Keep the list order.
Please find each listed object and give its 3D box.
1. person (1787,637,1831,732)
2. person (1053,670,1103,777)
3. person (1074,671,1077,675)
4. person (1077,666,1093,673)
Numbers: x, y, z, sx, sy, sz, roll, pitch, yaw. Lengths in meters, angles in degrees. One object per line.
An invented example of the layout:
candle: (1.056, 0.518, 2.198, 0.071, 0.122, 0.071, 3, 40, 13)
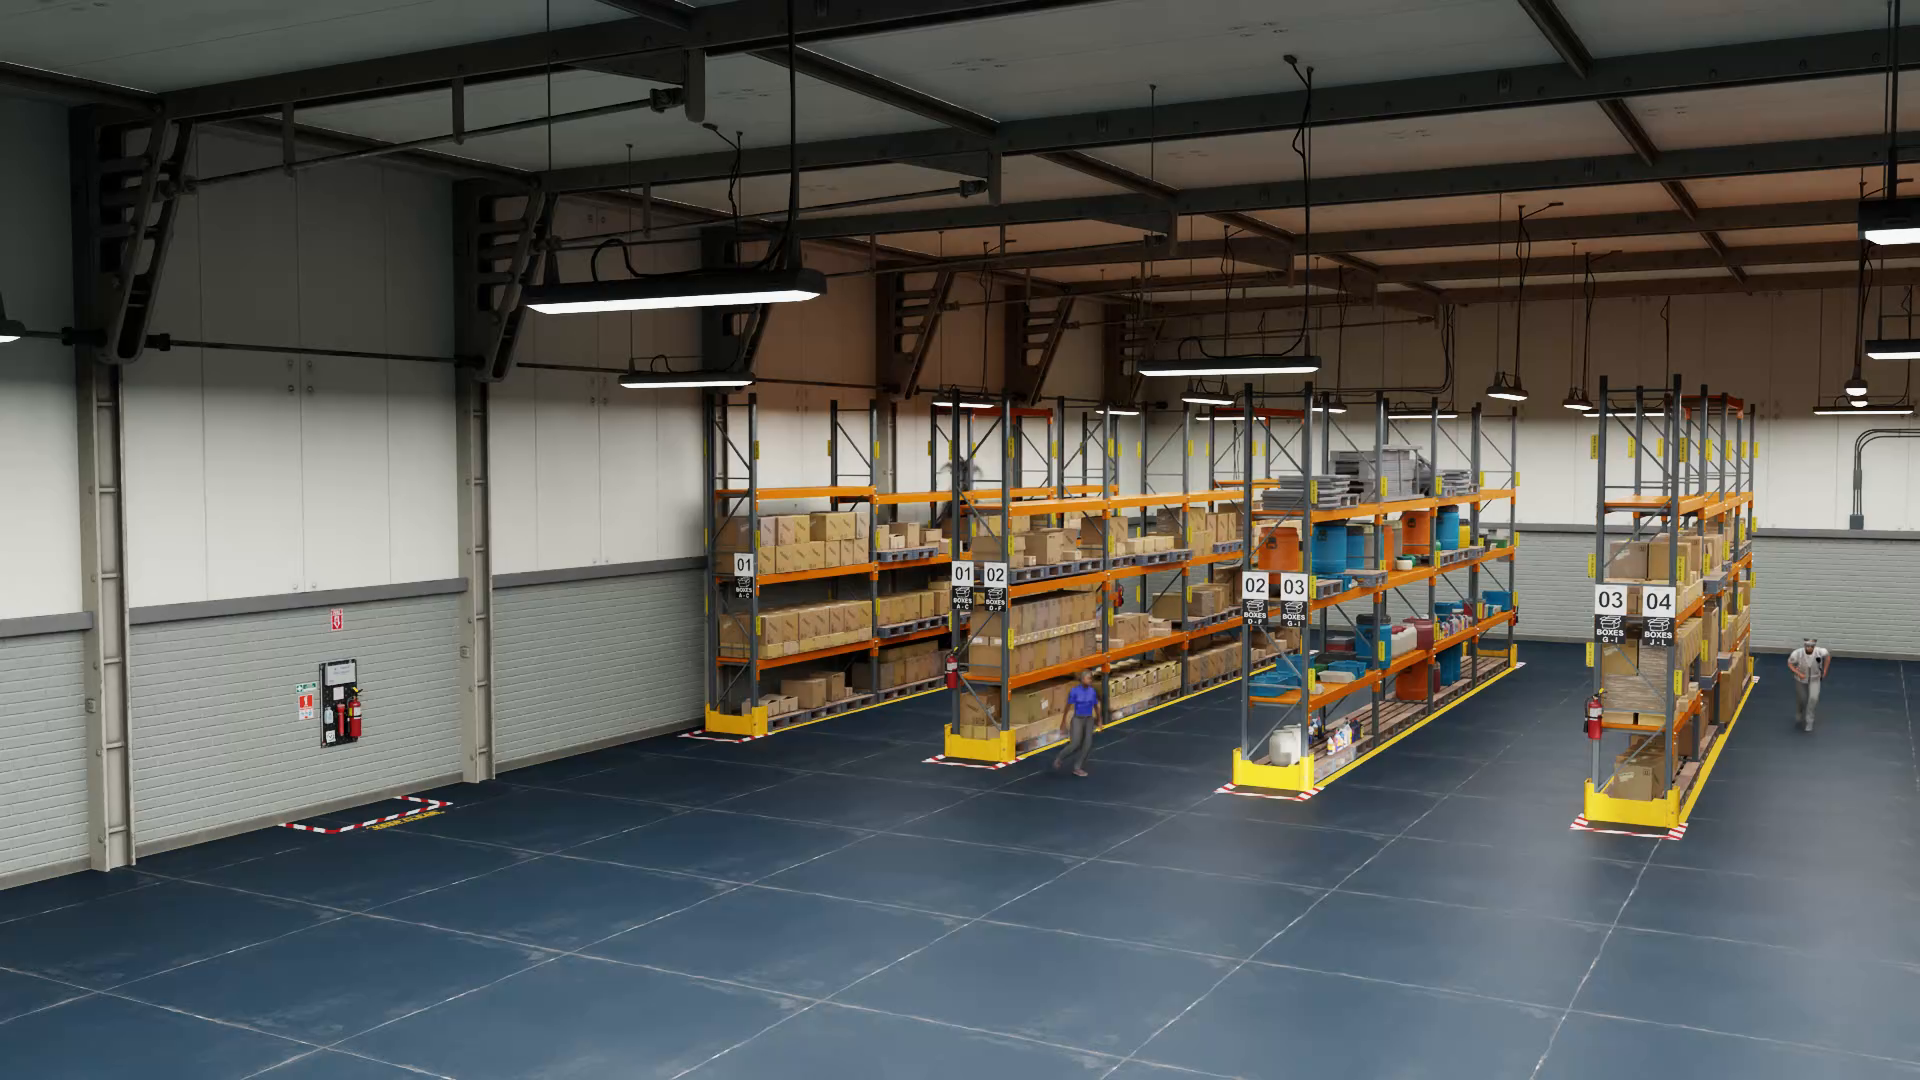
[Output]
person: (15.292, 2.573, 30.018, 0.708, 1.723, 1.022, 1, 3, 17)
person: (1.799, 2.812, 25.536, 0.691, 1.623, 0.538, -1, 3, -24)
person: (2.322, 2.286, 35.101, 0.570, 1.622, 0.661, 3, 4, 43)
person: (2.812, 2.178, 37.524, 0.504, 1.666, 0.800, 1, 3, 20)
